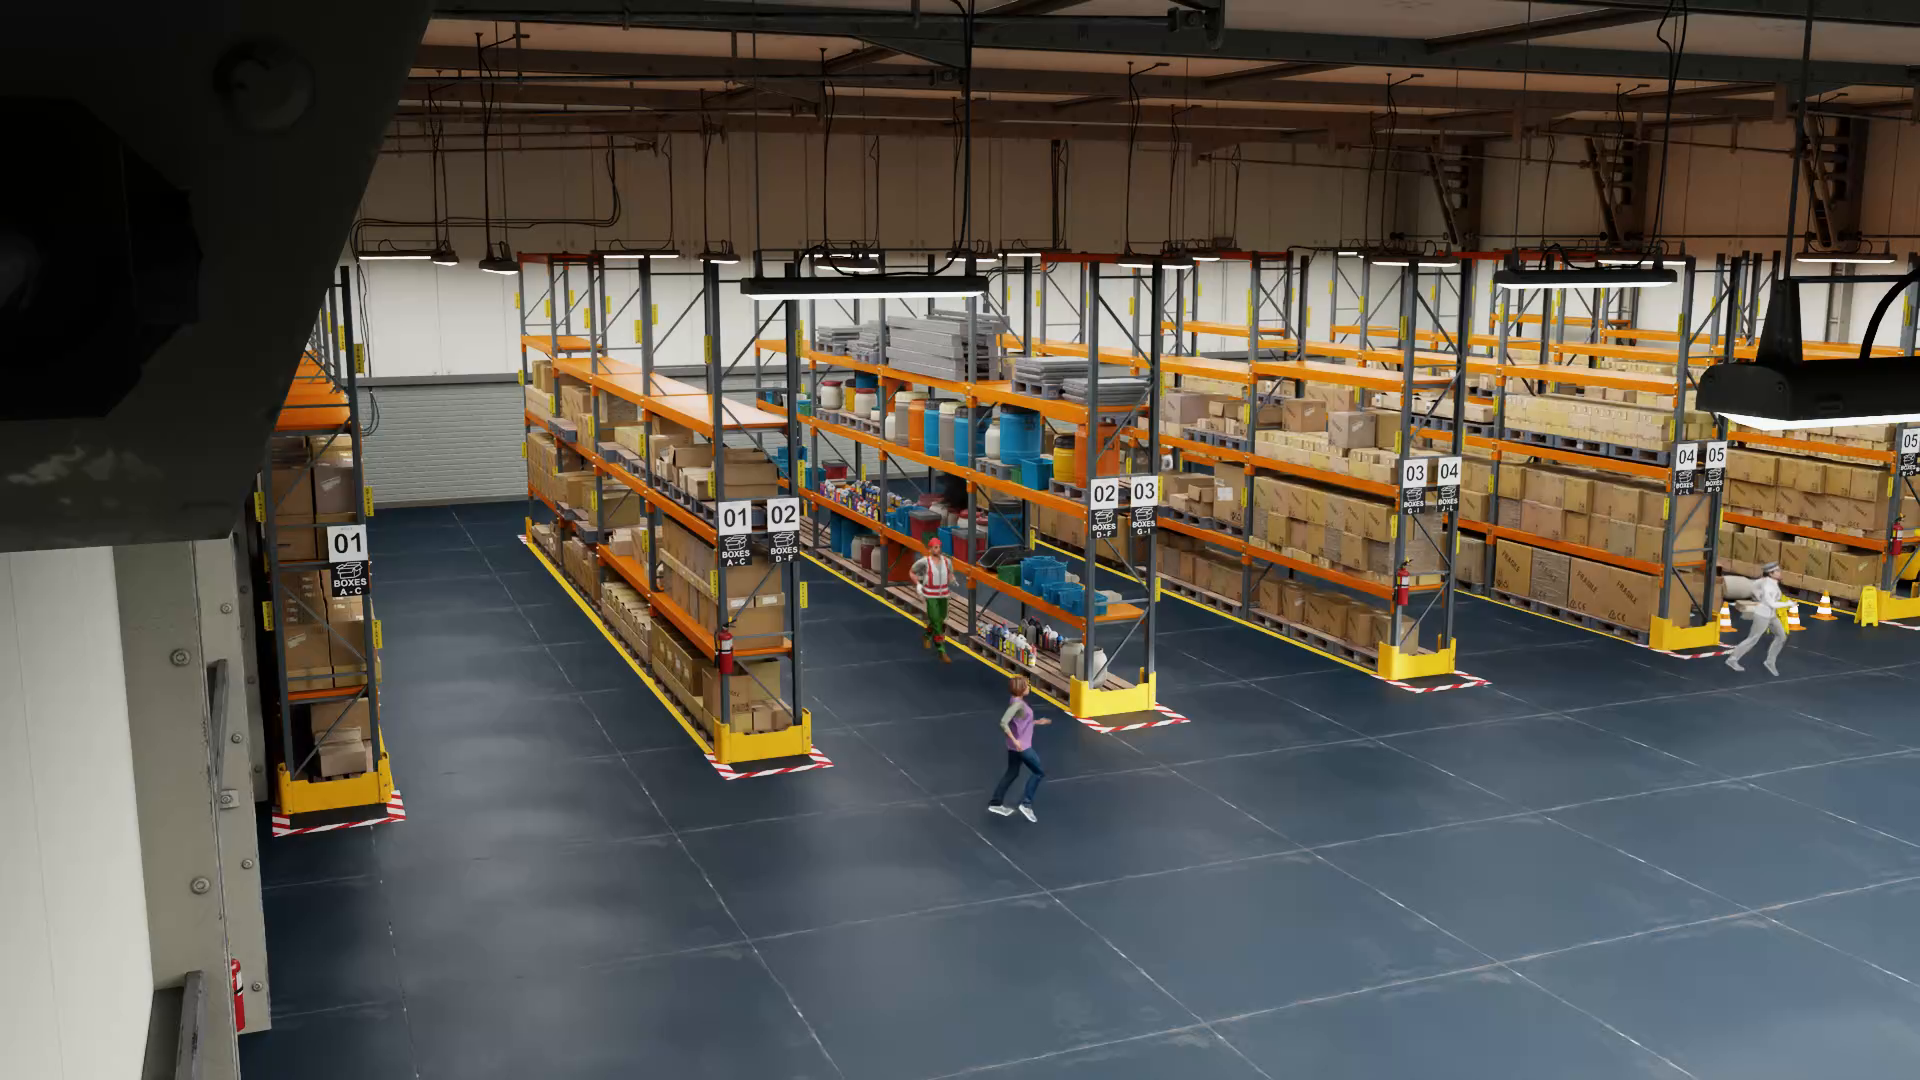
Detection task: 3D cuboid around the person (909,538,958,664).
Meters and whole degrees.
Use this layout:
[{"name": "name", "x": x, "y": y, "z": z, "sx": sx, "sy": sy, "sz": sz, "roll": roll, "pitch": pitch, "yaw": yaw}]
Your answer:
[{"name": "person", "x": -0.362, "y": 0.853, "z": 24.519, "sx": 0.656, "sy": 1.790, "sz": 0.959, "roll": -6, "pitch": 12, "yaw": -28}]

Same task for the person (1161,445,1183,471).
[{"name": "person", "x": 4.732, "y": -1.292, "z": 37.265, "sx": 0.643, "sy": 1.853, "sz": 0.862, "roll": -4, "pitch": 11, "yaw": -21}]

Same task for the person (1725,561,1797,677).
[{"name": "person", "x": 11.678, "y": 1.134, "z": 24.172, "sx": 0.848, "sy": 1.722, "sz": 0.624, "roll": 6, "pitch": 12, "yaw": 30}]

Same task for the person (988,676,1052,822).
[{"name": "person", "x": 0.652, "y": 2.283, "z": 18.130, "sx": 0.694, "sy": 1.630, "sz": 0.503, "roll": -2, "pitch": 10, "yaw": -8}]
